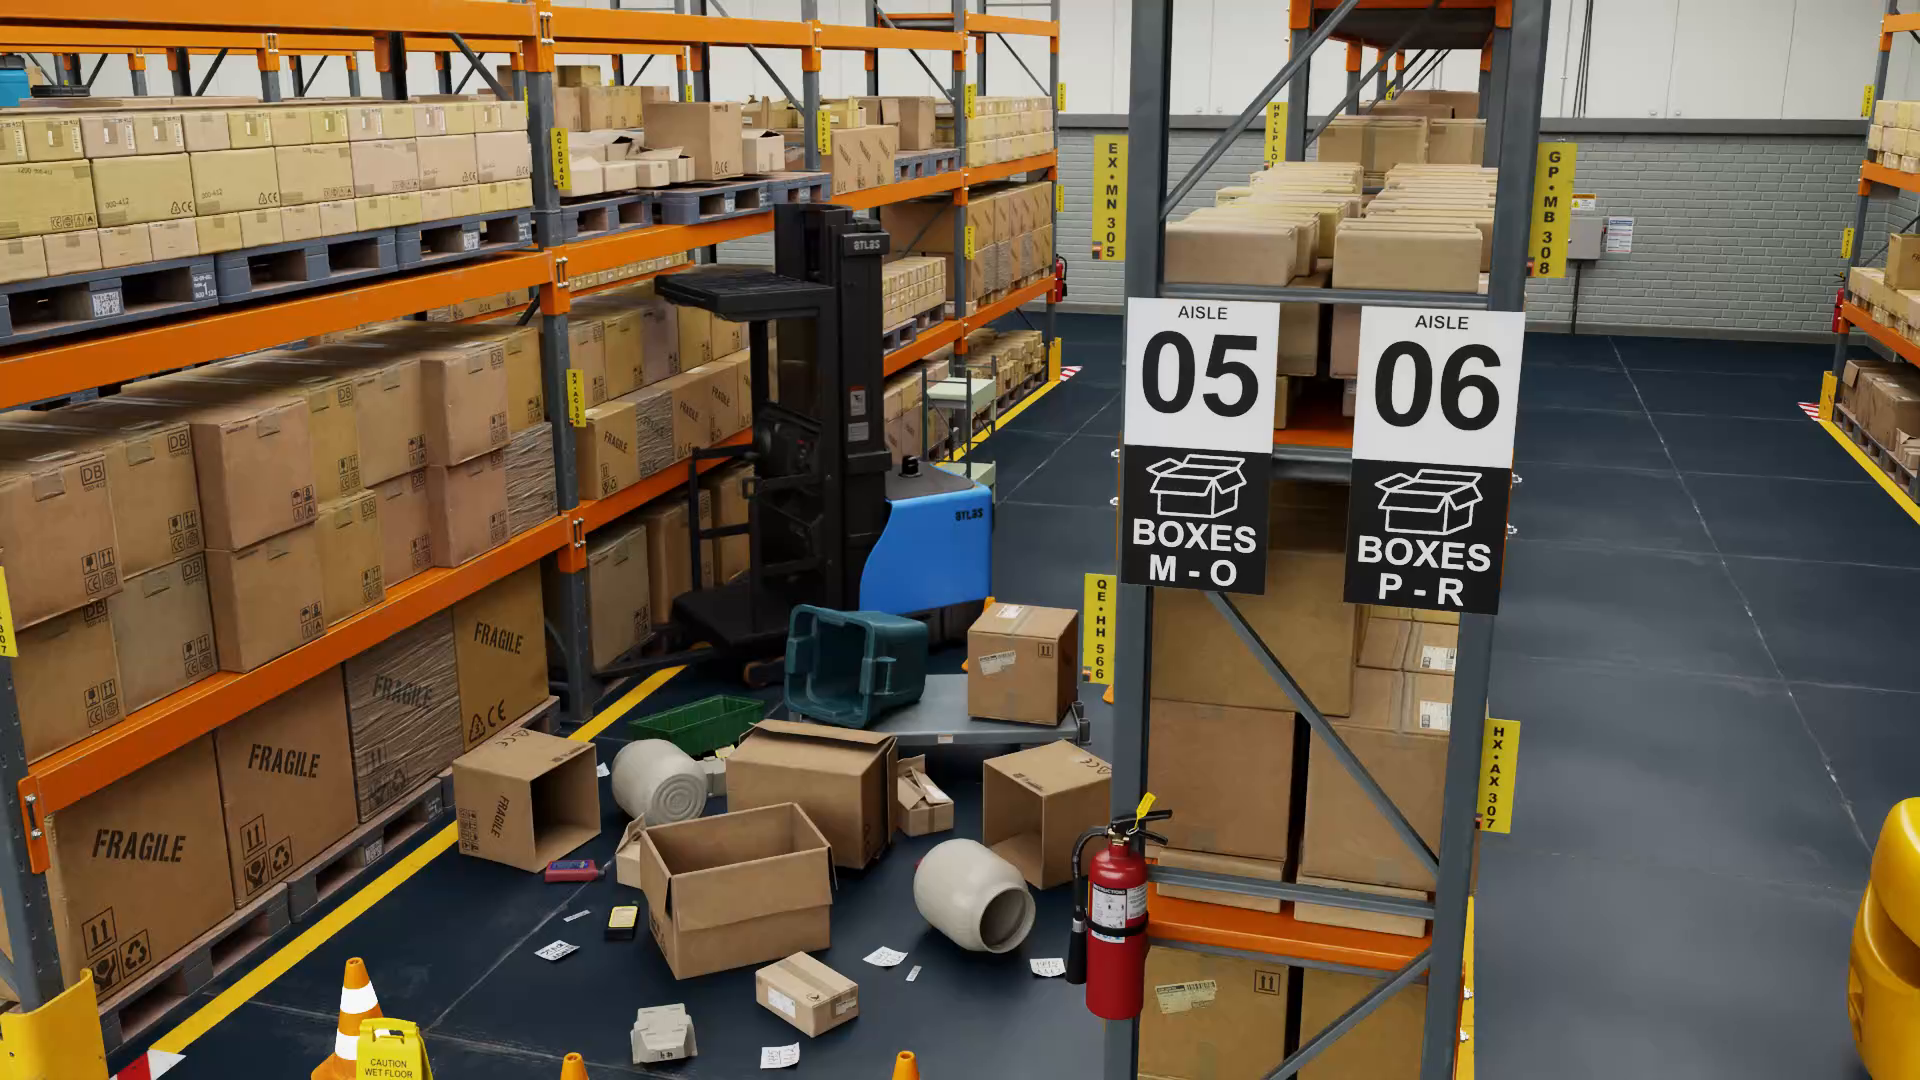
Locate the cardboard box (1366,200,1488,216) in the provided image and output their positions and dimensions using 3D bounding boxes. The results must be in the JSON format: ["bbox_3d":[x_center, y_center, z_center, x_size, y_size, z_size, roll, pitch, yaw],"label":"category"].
[{"bbox_3d":[1.532,-1.030,5.467,0.380,0.149,0.250,5,16,16],"label":"cardboard box"}]

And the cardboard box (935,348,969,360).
[{"bbox_3d":[-0.109,-2.118,19.164,0.380,0.149,0.250,5,16,16],"label":"cardboard box"}]

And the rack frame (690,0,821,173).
[{"bbox_3d":[-1.573,-4.324,12.583,1.000,3.000,0.127,5,16,16],"label":"rack frame"}]

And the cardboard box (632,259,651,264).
[{"bbox_3d":[-4.199,-3.600,20.753,0.500,0.250,0.500,4,16,14],"label":"cardboard box"}]

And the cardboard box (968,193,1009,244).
[{"bbox_3d":[0.231,-3.522,18.189,0.500,0.500,0.500,5,17,17],"label":"cardboard box"}]

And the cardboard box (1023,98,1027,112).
[{"bbox_3d":[0.550,-4.961,18.954,0.380,0.149,0.250,4,16,15],"label":"cardboard box"}]

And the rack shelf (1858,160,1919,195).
[{"bbox_3d":[9.667,-3.363,16.011,1.077,0.370,4.000,5,16,16],"label":"rack shelf"}]

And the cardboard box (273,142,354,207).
[{"bbox_3d":[-3.034,-1.612,7.294,0.500,0.250,0.500,5,16,16],"label":"cardboard box"}]

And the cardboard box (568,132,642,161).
[{"bbox_3d":[-2.423,-2.517,10.921,0.500,0.311,0.500,4,16,14],"label":"cardboard box"}]

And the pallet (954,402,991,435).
[{"bbox_3d":[-0.279,-1.321,18.101,1.003,0.211,1.213,5,16,16],"label":"pallet"}]

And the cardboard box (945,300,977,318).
[{"bbox_3d":[-0.042,-2.412,17.298,0.380,0.149,0.250,5,17,18],"label":"cardboard box"}]

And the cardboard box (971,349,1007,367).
[{"bbox_3d":[0.329,-2.082,19.038,0.380,0.149,0.250,5,17,16],"label":"cardboard box"}]

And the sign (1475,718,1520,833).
[{"bbox_3d":[1.448,0.638,4.496,0.100,0.325,0.005,5,16,16],"label":"sign"}]

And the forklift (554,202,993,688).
[{"bbox_3d":[-1.301,-0.636,10.702,3.031,2.935,1.130,-9,18,-30],"label":"forklift"}]

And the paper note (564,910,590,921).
[{"bbox_3d":[-1.770,1.737,7.686,0.123,0.001,0.032,-15,21,-41],"label":"paper note"}]

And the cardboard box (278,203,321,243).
[{"bbox_3d":[-3.011,-1.379,7.205,0.380,0.149,0.250,5,17,16],"label":"cardboard box"}]

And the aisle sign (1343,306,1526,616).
[{"bbox_3d":[1.208,-0.198,4.266,0.394,0.787,0.004,5,16,16],"label":"aisle sign"}]

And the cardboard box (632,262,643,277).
[{"bbox_3d":[-4.174,-3.367,20.664,0.380,0.149,0.250,5,16,16],"label":"cardboard box"}]

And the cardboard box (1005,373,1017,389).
[{"bbox_3d":[0.450,-1.863,19.355,0.380,0.149,0.250,5,17,17],"label":"cardboard box"}]

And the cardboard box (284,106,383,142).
[{"bbox_3d":[-2.868,-1.897,7.569,0.380,0.149,0.250,4,16,15],"label":"cardboard box"}]

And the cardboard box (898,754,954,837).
[{"bbox_3d":[-0.224,1.328,8.661,0.258,0.266,0.396,-7,17,-23],"label":"cardboard box"}]

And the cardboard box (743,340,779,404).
[{"bbox_3d":[-1.587,-1.217,12.440,0.500,0.500,0.500,5,16,16],"label":"cardboard box"}]

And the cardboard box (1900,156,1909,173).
[{"bbox_3d":[9.393,-3.653,16.174,0.380,0.149,0.250,5,16,16],"label":"cardboard box"}]

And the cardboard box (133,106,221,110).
[{"bbox_3d":[-3.571,-1.880,7.511,0.380,0.149,0.250,5,16,16],"label":"cardboard box"}]

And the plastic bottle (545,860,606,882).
[{"bbox_3d":[-1.857,1.604,8.064,0.283,0.061,0.133,-1,16,-3],"label":"plastic bottle"}]

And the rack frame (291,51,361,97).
[{"bbox_3d":[-8.775,-7.212,22.766,1.000,3.000,0.127,5,16,16],"label":"rack frame"}]

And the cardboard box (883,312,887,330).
[{"bbox_3d":[-0.878,-1.968,14.960,0.380,0.149,0.250,5,17,17],"label":"cardboard box"}]

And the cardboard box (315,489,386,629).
[{"bbox_3d":[-3.259,0.058,7.853,0.875,0.550,0.500,5,16,16],"label":"cardboard box"}]

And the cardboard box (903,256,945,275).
[{"bbox_3d":[-0.363,-2.732,16.564,0.380,0.149,0.250,5,17,18],"label":"cardboard box"}]

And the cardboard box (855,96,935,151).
[{"bbox_3d":[-0.650,-4.087,16.292,0.700,0.500,0.500,5,16,16],"label":"cardboard box"}]

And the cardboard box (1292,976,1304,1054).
[{"bbox_3d":[1.055,1.766,6.375,0.500,0.250,0.500,5,16,16],"label":"cardboard box"}]

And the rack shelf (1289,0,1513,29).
[{"bbox_3d":[1.496,-2.049,5.887,1.077,0.370,4.000,5,16,16],"label":"rack shelf"}]

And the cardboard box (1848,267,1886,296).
[{"bbox_3d":[9.848,-2.763,17.802,0.500,0.250,0.500,5,17,16],"label":"cardboard box"}]

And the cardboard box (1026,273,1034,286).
[{"bbox_3d":[0.665,-3.105,19.741,0.380,0.149,0.250,5,17,17],"label":"cardboard box"}]

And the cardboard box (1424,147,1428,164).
[{"bbox_3d":[2.795,-2.172,10.304,0.797,0.503,0.637,5,16,16],"label":"cardboard box"}]

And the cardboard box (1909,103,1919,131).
[{"bbox_3d":[9.441,-4.049,15.925,0.500,0.250,0.500,5,17,17],"label":"cardboard box"}]

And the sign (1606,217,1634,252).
[{"bbox_3d":[9.560,-4.420,24.088,0.329,0.494,0.001,5,16,16],"label":"sign"}]

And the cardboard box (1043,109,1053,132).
[{"bbox_3d":[0.813,-5.002,19.829,0.500,0.250,0.500,4,16,14],"label":"cardboard box"}]

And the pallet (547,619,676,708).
[{"bbox_3d":[-2.563,0.742,10.825,1.003,0.211,1.213,5,16,16],"label":"pallet"}]

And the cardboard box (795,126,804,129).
[{"bbox_3d":[-1.525,-3.230,14.040,0.500,0.500,0.500,5,16,16],"label":"cardboard box"}]

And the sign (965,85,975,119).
[{"bbox_3d":[0.097,-4.324,16.409,0.100,0.325,0.005,5,16,16],"label":"sign"}]

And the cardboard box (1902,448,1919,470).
[{"bbox_3d":[8.975,-0.742,15.404,0.380,0.149,0.250,4,16,14],"label":"cardboard box"}]

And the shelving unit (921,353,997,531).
[{"bbox_3d":[-0.002,-0.720,13.619,0.431,1.500,0.755,5,16,16],"label":"shelving unit"}]

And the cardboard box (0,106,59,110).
[{"bbox_3d":[-6.941,-2.859,11.957,0.797,0.503,0.637,5,17,18],"label":"cardboard box"}]

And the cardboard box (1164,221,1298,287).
[{"bbox_3d":[0.741,-0.805,4.672,0.380,0.149,0.250,5,17,16],"label":"cardboard box"}]

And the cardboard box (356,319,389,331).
[{"bbox_3d":[-5.757,-2.138,15.688,0.500,0.500,0.500,4,16,14],"label":"cardboard box"}]

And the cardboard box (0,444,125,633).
[{"bbox_3d":[-3.704,-0.031,6.187,0.875,0.550,0.550,5,16,16],"label":"cardboard box"}]

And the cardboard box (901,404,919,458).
[{"bbox_3d":[-0.701,-1.003,15.679,0.500,0.500,0.500,4,16,15],"label":"cardboard box"}]

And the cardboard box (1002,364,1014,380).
[{"bbox_3d":[0.401,-1.932,19.053,0.380,0.149,0.250,5,17,16],"label":"cardboard box"}]

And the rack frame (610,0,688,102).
[{"bbox_3d":[-4.026,-6.828,21.412,1.000,3.000,0.127,5,16,16],"label":"rack frame"}]

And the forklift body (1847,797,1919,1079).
[{"bbox_3d":[4.478,1.167,5.773,2.313,2.155,1.214,5,16,16],"label":"forklift body"}]

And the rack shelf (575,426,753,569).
[{"bbox_3d":[-2.141,-0.569,11.655,1.077,0.370,4.000,5,16,16],"label":"rack shelf"}]

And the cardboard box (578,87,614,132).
[{"bbox_3d":[-4.557,-5.112,19.723,0.700,0.500,0.500,5,17,18],"label":"cardboard box"}]

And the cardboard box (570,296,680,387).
[{"bbox_3d":[-2.286,-1.318,10.963,0.700,0.500,0.500,5,17,16],"label":"cardboard box"}]

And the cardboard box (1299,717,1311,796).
[{"bbox_3d":[0.965,0.527,5.745,0.500,0.500,0.500,5,16,16],"label":"cardboard box"}]

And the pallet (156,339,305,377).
[{"bbox_3d":[-6.400,-1.562,14.191,1.213,0.211,1.003,5,16,16],"label":"pallet"}]

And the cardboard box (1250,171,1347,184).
[{"bbox_3d":[1.432,-1.477,7.043,0.380,0.149,0.250,4,16,15],"label":"cardboard box"}]

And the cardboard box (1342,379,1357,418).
[{"bbox_3d":[1.322,-0.447,4.872,0.380,0.149,0.250,4,16,14],"label":"cardboard box"}]

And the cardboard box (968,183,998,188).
[{"bbox_3d":[0.181,-3.974,19.782,0.500,0.500,0.500,5,17,17],"label":"cardboard box"}]
